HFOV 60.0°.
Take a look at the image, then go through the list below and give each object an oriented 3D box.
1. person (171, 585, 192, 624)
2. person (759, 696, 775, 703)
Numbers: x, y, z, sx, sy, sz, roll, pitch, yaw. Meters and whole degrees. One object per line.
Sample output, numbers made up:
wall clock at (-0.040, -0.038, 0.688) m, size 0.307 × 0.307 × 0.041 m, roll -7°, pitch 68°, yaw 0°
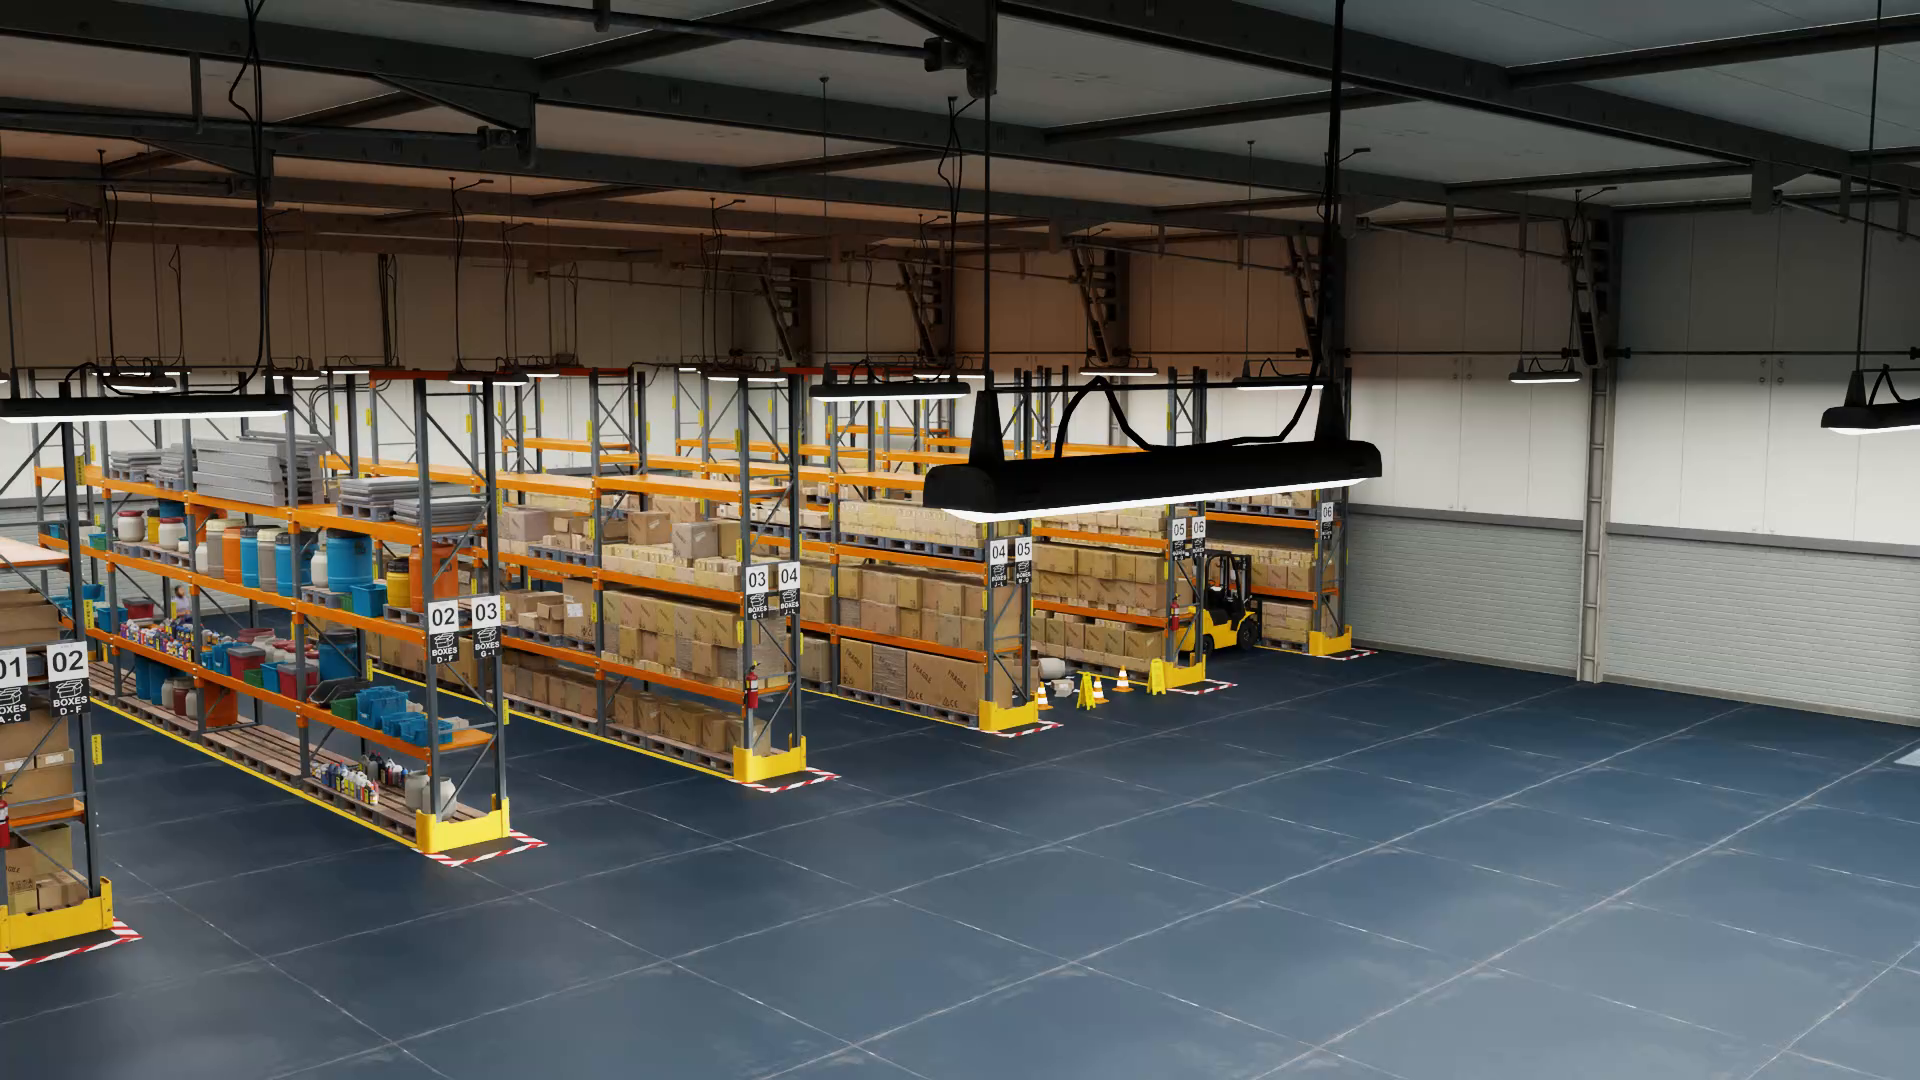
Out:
person at (-15.705, 1.753, 33.465) m, size 0.843 × 1.685 × 0.557 m, roll 4°, pitch 8°, yaw 32°
person at (-3.751, 2.121, 30.159) m, size 0.956 × 1.638 × 0.561 m, roll 4°, pitch 8°, yaw 34°
